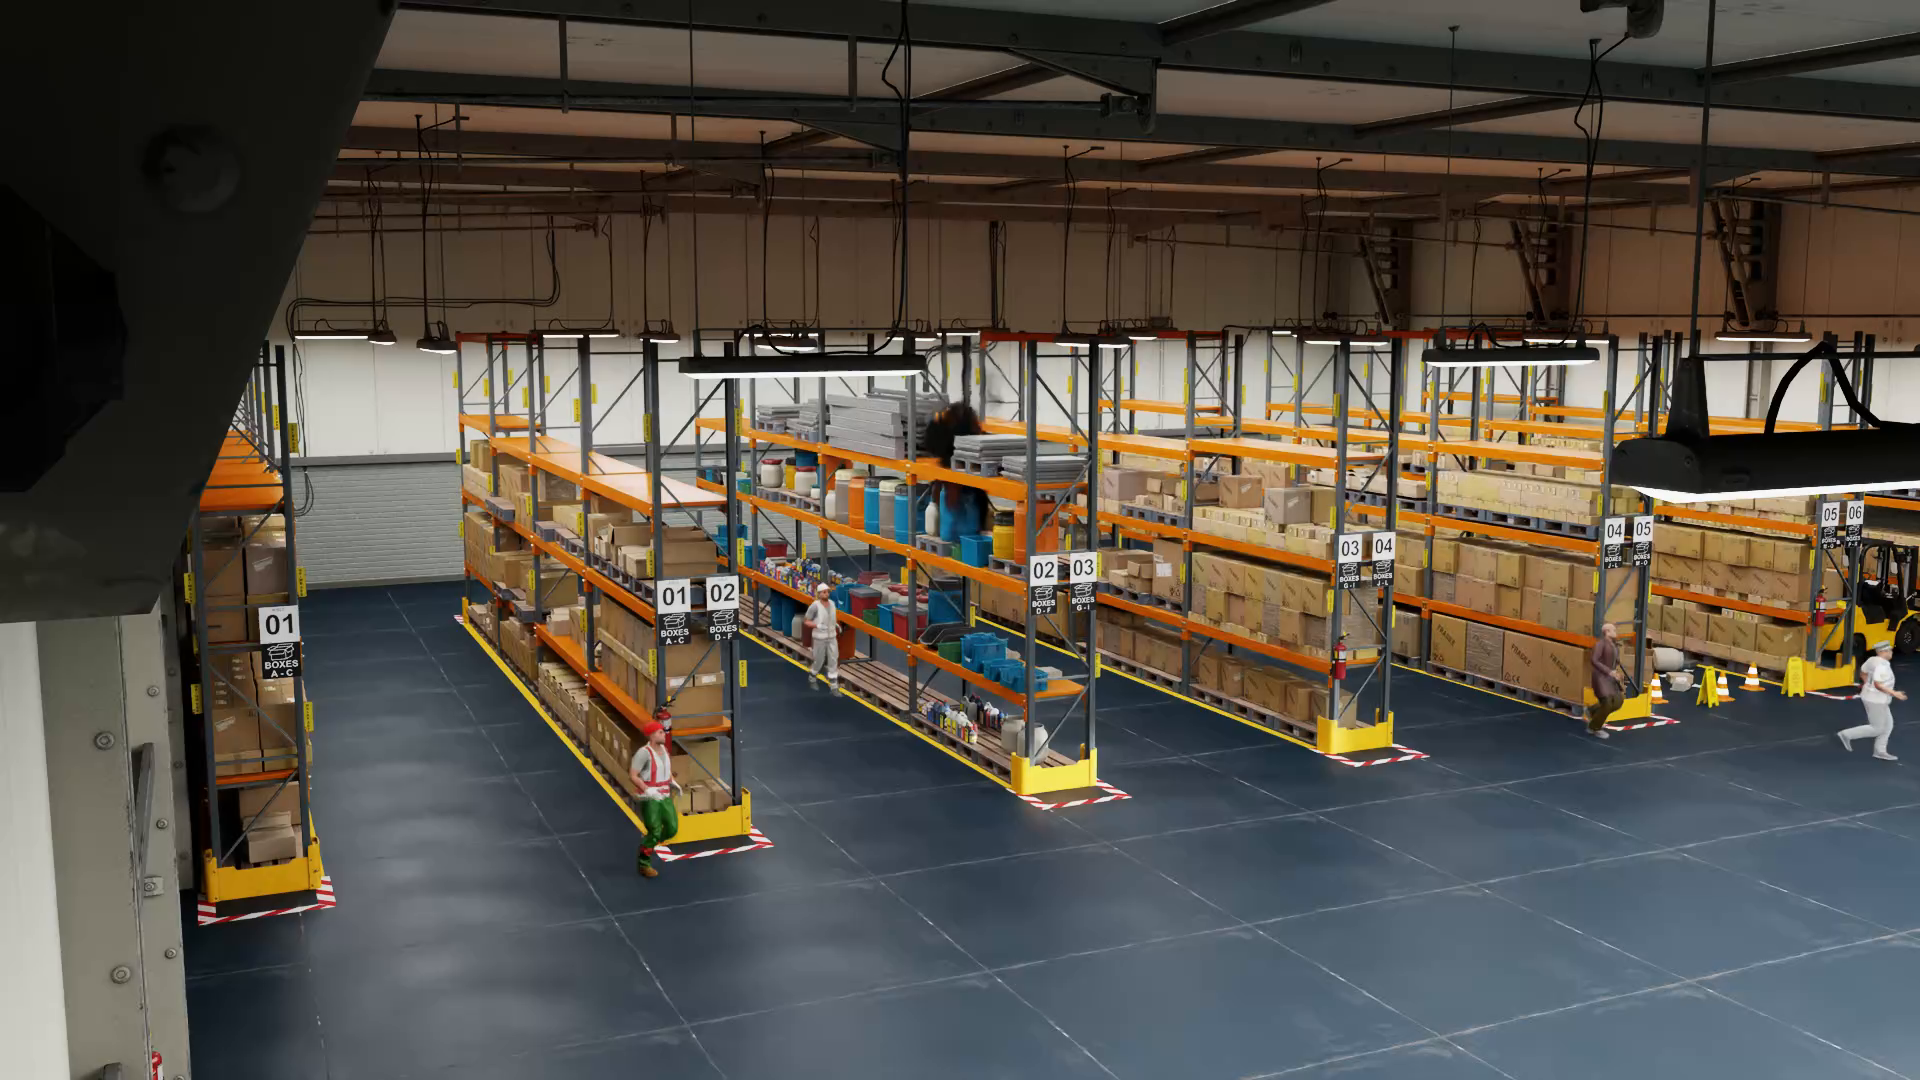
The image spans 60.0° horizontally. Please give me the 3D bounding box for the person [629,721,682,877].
[{"bbox_3d":[-3.450,2.934,18.958,0.529,1.729,0.732,4,9,28],"label":"person"}]

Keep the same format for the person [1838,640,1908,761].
[{"bbox_3d":[13.026,2.276,23.778,0.829,1.750,0.653,2,8,18],"label":"person"}]

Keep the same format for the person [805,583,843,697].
[{"bbox_3d":[-2.148,1.585,26.542,0.654,1.798,0.914,-5,9,-34],"label":"person"}]

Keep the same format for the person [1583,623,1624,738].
[{"bbox_3d":[9.746,2.113,25.106,0.638,1.735,0.734,7,11,44],"label":"person"}]
